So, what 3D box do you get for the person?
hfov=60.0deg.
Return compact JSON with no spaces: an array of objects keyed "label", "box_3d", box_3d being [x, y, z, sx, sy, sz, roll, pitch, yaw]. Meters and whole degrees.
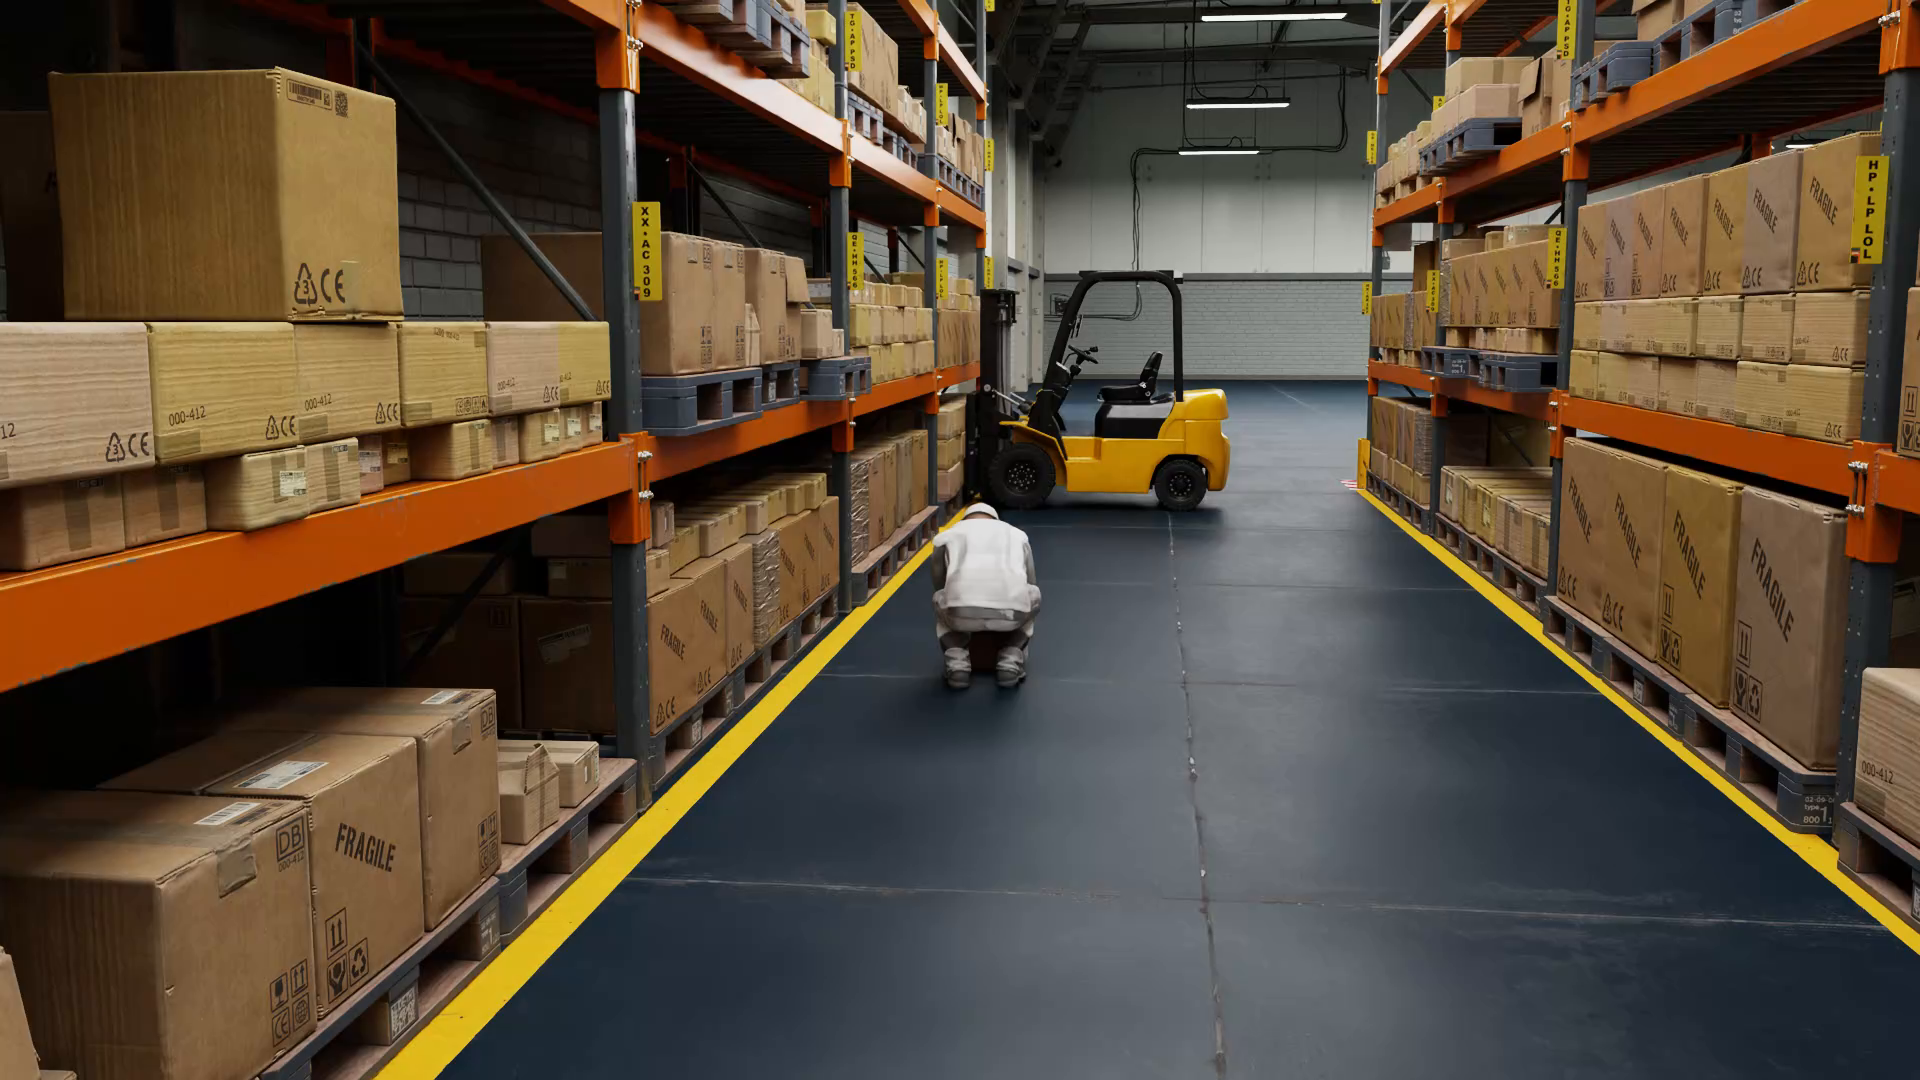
[{"label":"person","box_3d":[0.120,0.295,7.984,0.545,0.876,0.893,1,8,5]}]
